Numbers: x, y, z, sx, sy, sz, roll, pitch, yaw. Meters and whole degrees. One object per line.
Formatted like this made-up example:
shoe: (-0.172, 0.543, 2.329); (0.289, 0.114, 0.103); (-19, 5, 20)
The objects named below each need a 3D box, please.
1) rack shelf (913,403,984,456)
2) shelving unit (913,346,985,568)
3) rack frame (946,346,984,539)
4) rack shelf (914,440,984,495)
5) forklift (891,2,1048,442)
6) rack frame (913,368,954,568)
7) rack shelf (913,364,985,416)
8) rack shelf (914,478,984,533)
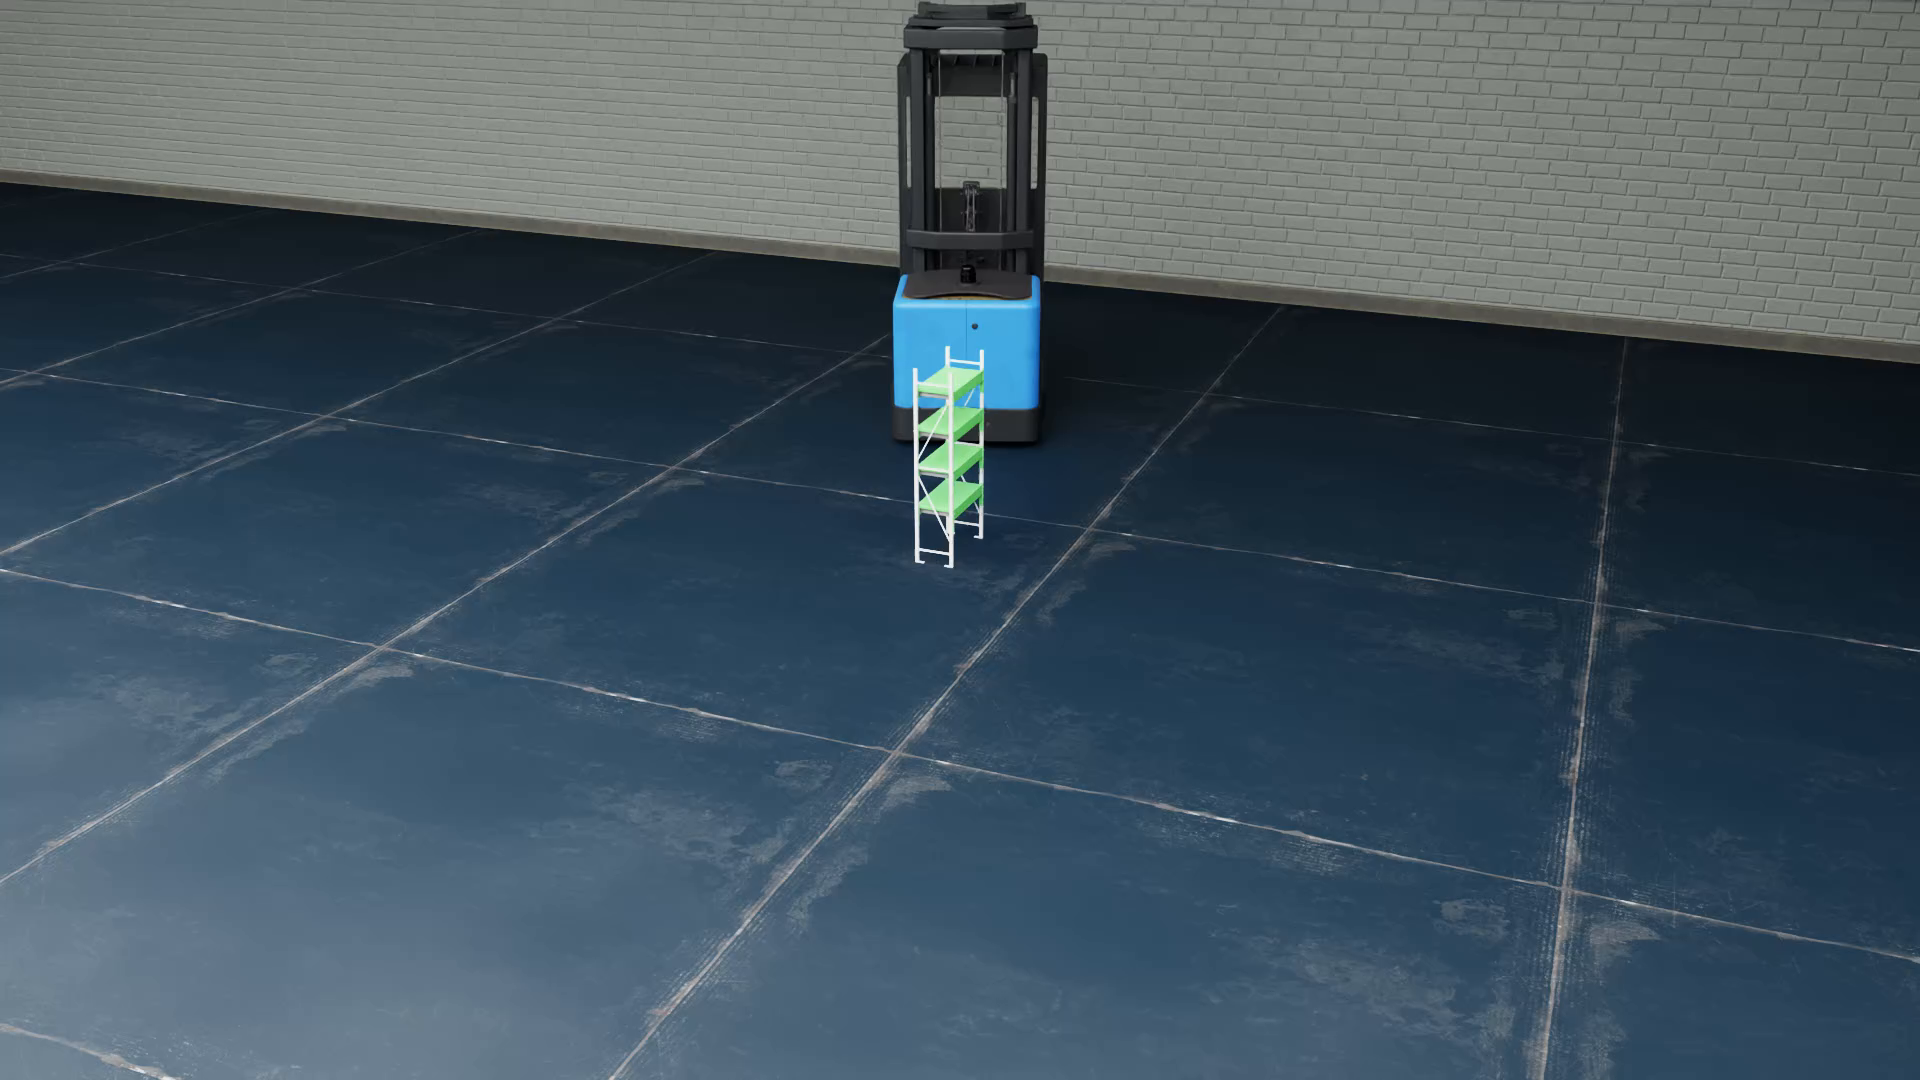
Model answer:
rack shelf: (-0.062, -0.657, 9.809); (0.258, 0.148, 0.480); (9, 24, 20)
shelving unit: (-0.062, -0.494, 9.877); (0.258, 1.200, 0.503); (9, 24, 20)
rack frame: (0.029, -0.582, 10.086); (0.240, 1.200, 0.015); (9, 24, 20)
rack shelf: (-0.061, -0.435, 9.902); (0.258, 0.148, 0.480); (9, 24, 20)
forklift: (0.100, -2.565, 12.588); (1.130, 2.935, 3.031); (1, 23, 2)
rack frame: (-0.152, -0.407, 9.668); (0.240, 1.200, 0.015); (9, 24, 20)
rack shelf: (-0.062, -0.878, 9.717); (0.258, 0.148, 0.480); (9, 24, 20)
rack shelf: (-0.061, -0.214, 9.994); (0.258, 0.148, 0.480); (9, 24, 20)
